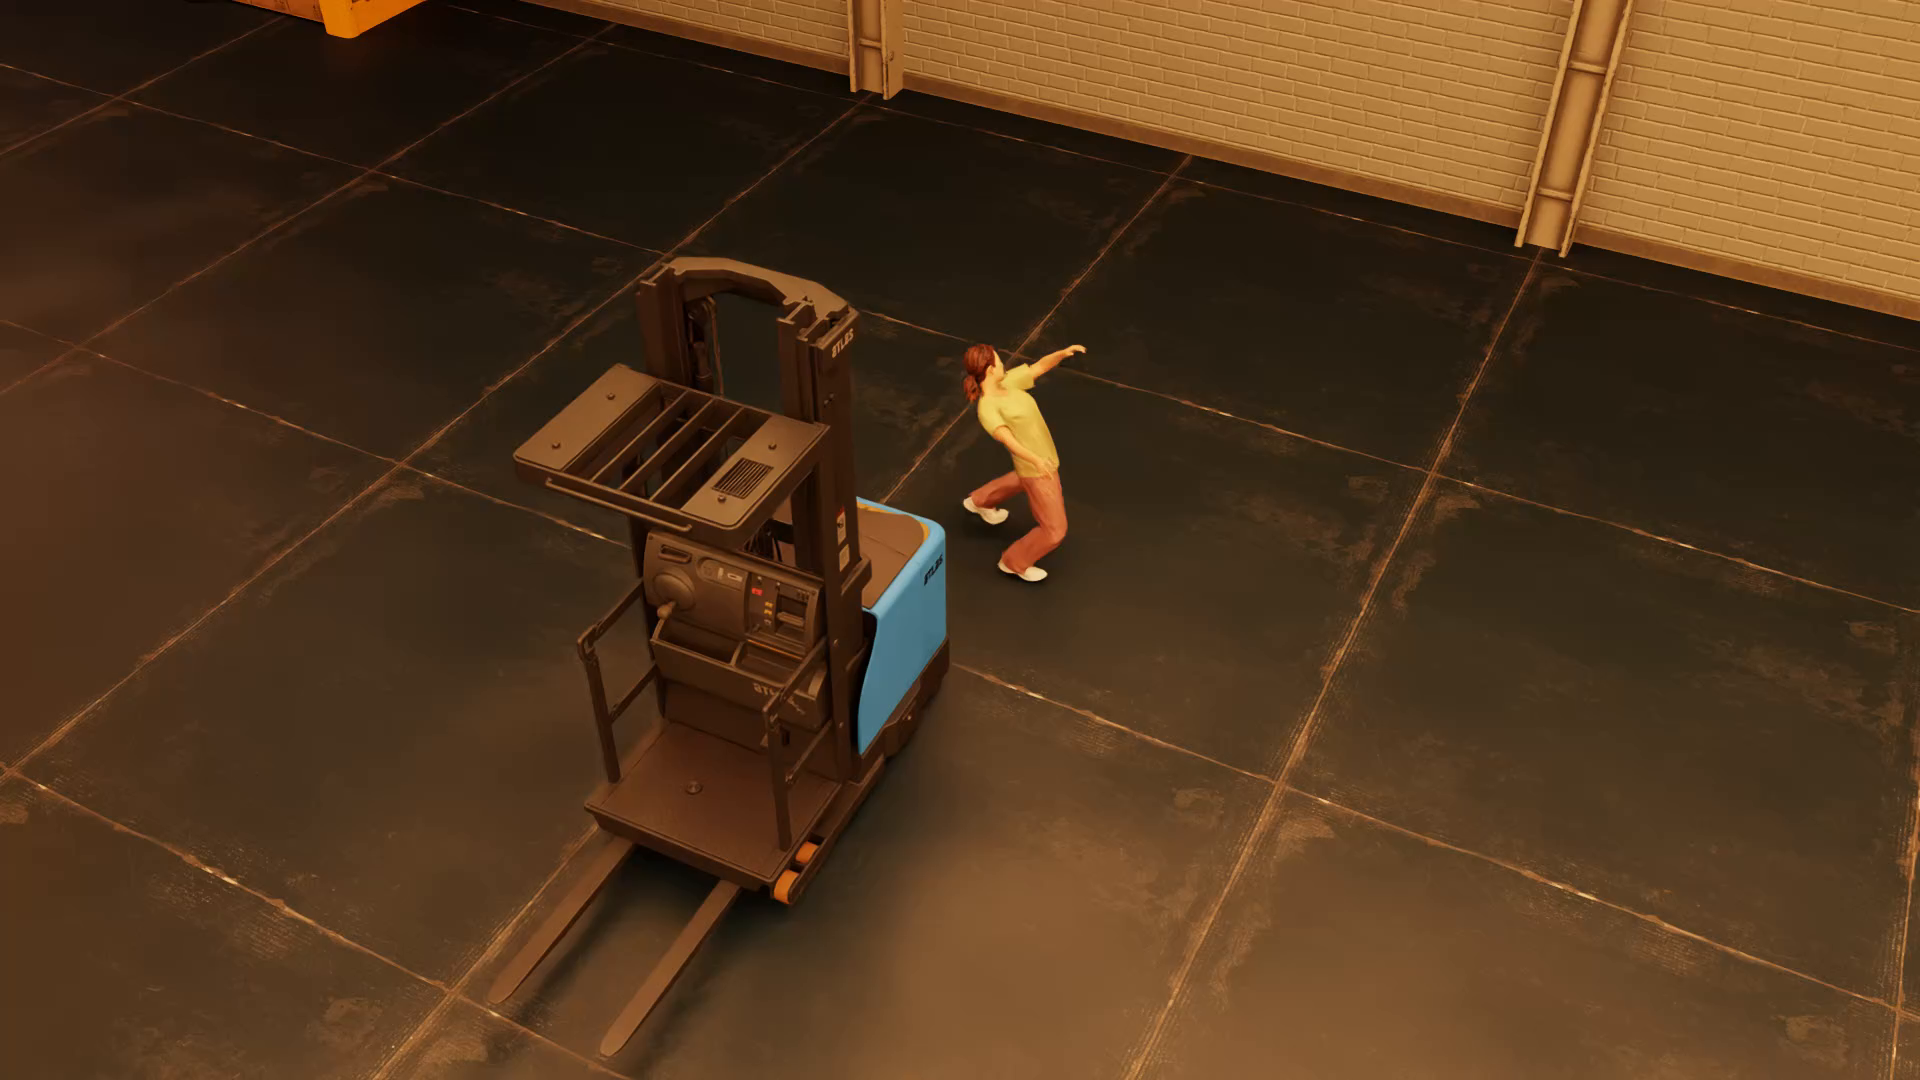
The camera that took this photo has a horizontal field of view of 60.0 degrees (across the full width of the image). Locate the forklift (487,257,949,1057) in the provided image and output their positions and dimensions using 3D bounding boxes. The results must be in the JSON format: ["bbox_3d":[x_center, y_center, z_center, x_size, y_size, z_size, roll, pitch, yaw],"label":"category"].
[{"bbox_3d":[-1.161,0.332,7.592,1.130,2.935,3.031,17,43,20],"label":"forklift"}]

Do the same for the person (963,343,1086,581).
[{"bbox_3d":[0.371,-0.385,9.567,0.682,1.461,1.008,-2,40,-2],"label":"person"}]
